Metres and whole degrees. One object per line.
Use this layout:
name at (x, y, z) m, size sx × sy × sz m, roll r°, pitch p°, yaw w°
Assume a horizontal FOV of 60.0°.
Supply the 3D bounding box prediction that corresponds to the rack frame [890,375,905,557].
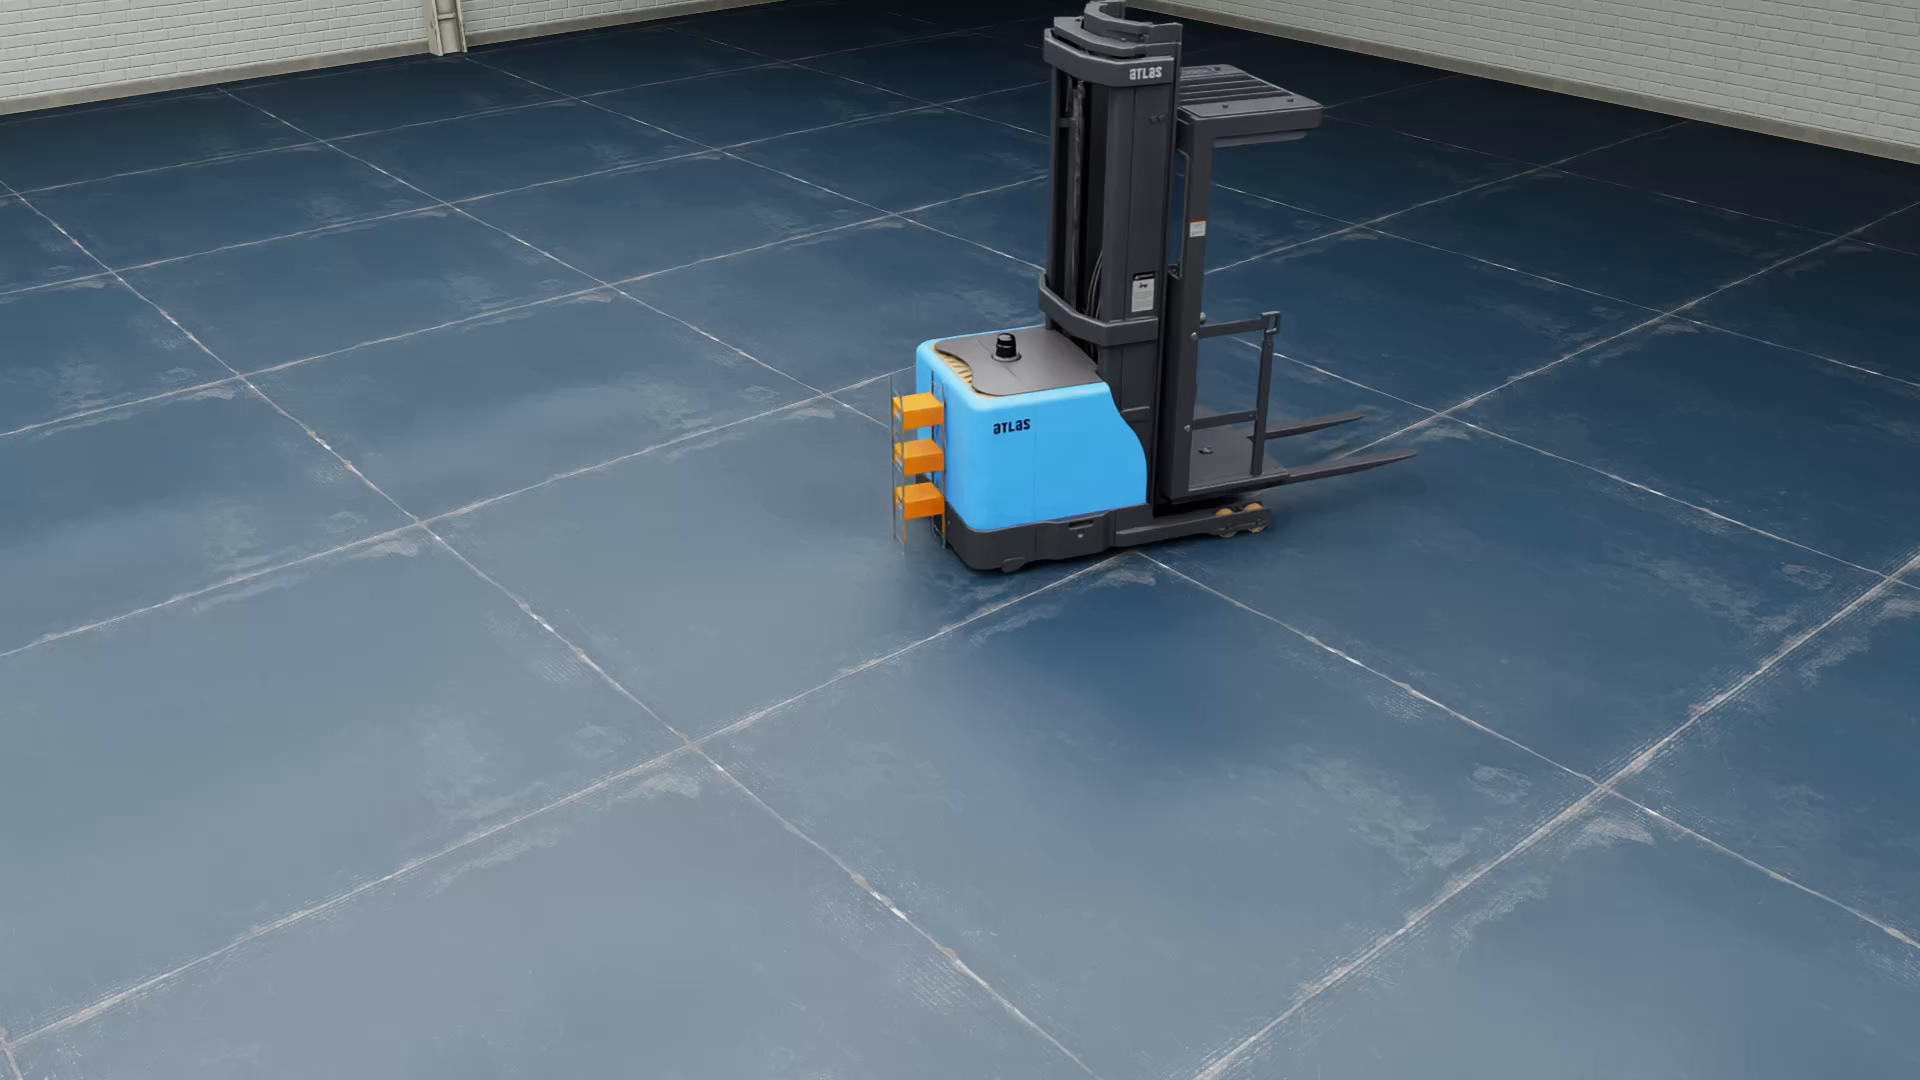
rack frame at (-0.353, -0.410, 9.403) m, size 0.008 × 1.050 × 0.200 m, roll -10°, pitch 30°, yaw -18°

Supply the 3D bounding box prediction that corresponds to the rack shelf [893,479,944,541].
rack shelf at (-0.238, -0.176, 9.577) m, size 0.240 × 0.259 × 0.215 m, roll -10°, pitch 30°, yaw -18°

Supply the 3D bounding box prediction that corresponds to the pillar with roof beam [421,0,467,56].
pillar with roof beam at (-3.867, -8.779, 16.630) m, size 0.400 × 9.000 × 9.100 m, roll -22°, pitch 35°, yaw -35°

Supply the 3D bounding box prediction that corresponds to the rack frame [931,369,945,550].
rack frame at (-0.124, -0.450, 9.479) m, size 0.008 × 1.050 × 0.200 m, roll -10°, pitch 30°, yaw -18°

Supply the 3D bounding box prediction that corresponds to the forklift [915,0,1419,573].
forklift at (1.304, -1.529, 9.502) m, size 3.031 × 2.935 × 1.130 m, roll -10°, pitch 30°, yaw -18°

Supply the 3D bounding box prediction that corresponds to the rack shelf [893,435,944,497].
rack shelf at (-0.238, -0.421, 9.446) m, size 0.240 × 0.259 × 0.215 m, roll -10°, pitch 30°, yaw -18°

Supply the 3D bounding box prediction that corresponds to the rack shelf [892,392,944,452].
rack shelf at (-0.238, -0.671, 9.312) m, size 0.240 × 0.259 × 0.215 m, roll -10°, pitch 30°, yaw -18°

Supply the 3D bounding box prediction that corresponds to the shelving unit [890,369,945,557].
shelving unit at (-0.238, -0.430, 9.441) m, size 0.252 × 1.050 × 0.215 m, roll -10°, pitch 30°, yaw -18°
